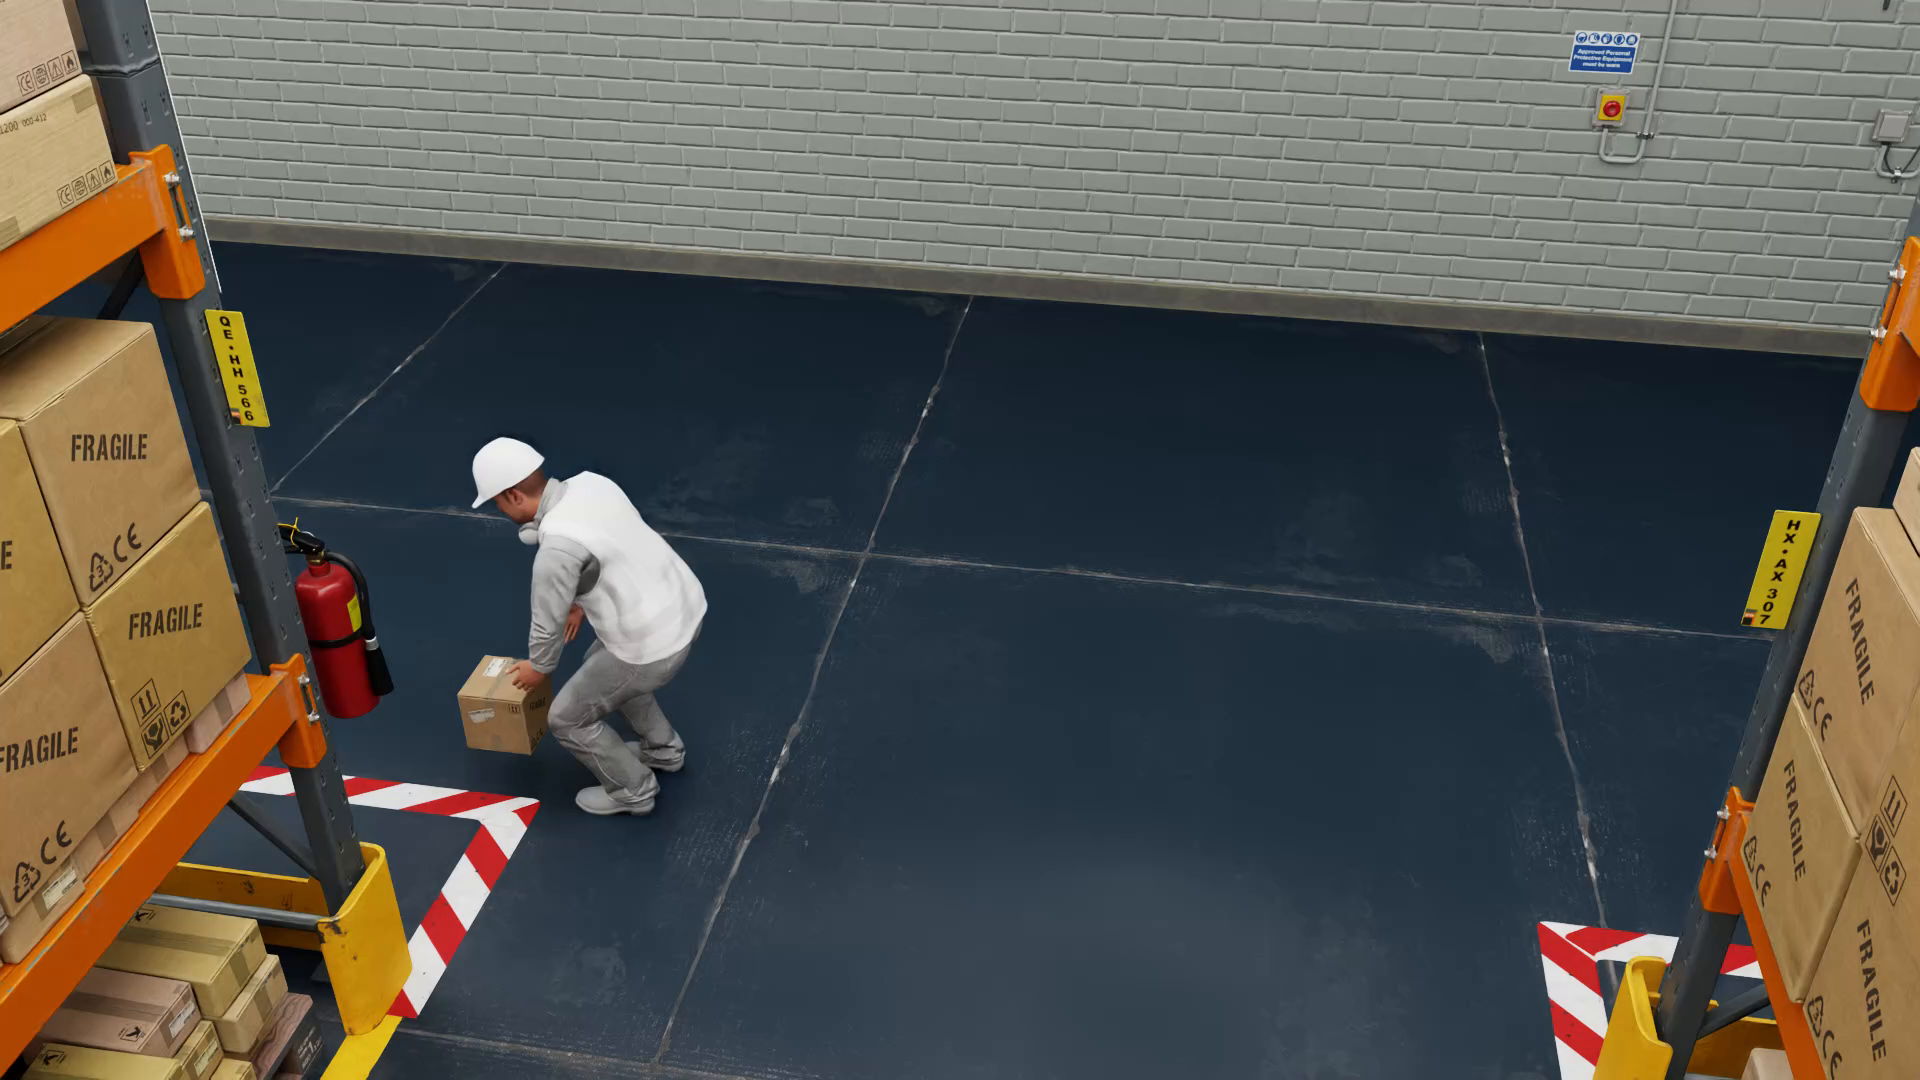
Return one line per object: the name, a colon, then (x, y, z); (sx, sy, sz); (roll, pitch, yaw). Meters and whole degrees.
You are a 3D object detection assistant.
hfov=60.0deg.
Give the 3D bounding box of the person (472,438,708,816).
person: (-1.282, 0.318, 5.890); (0.733, 1.479, 0.591); (5, 33, 8)
